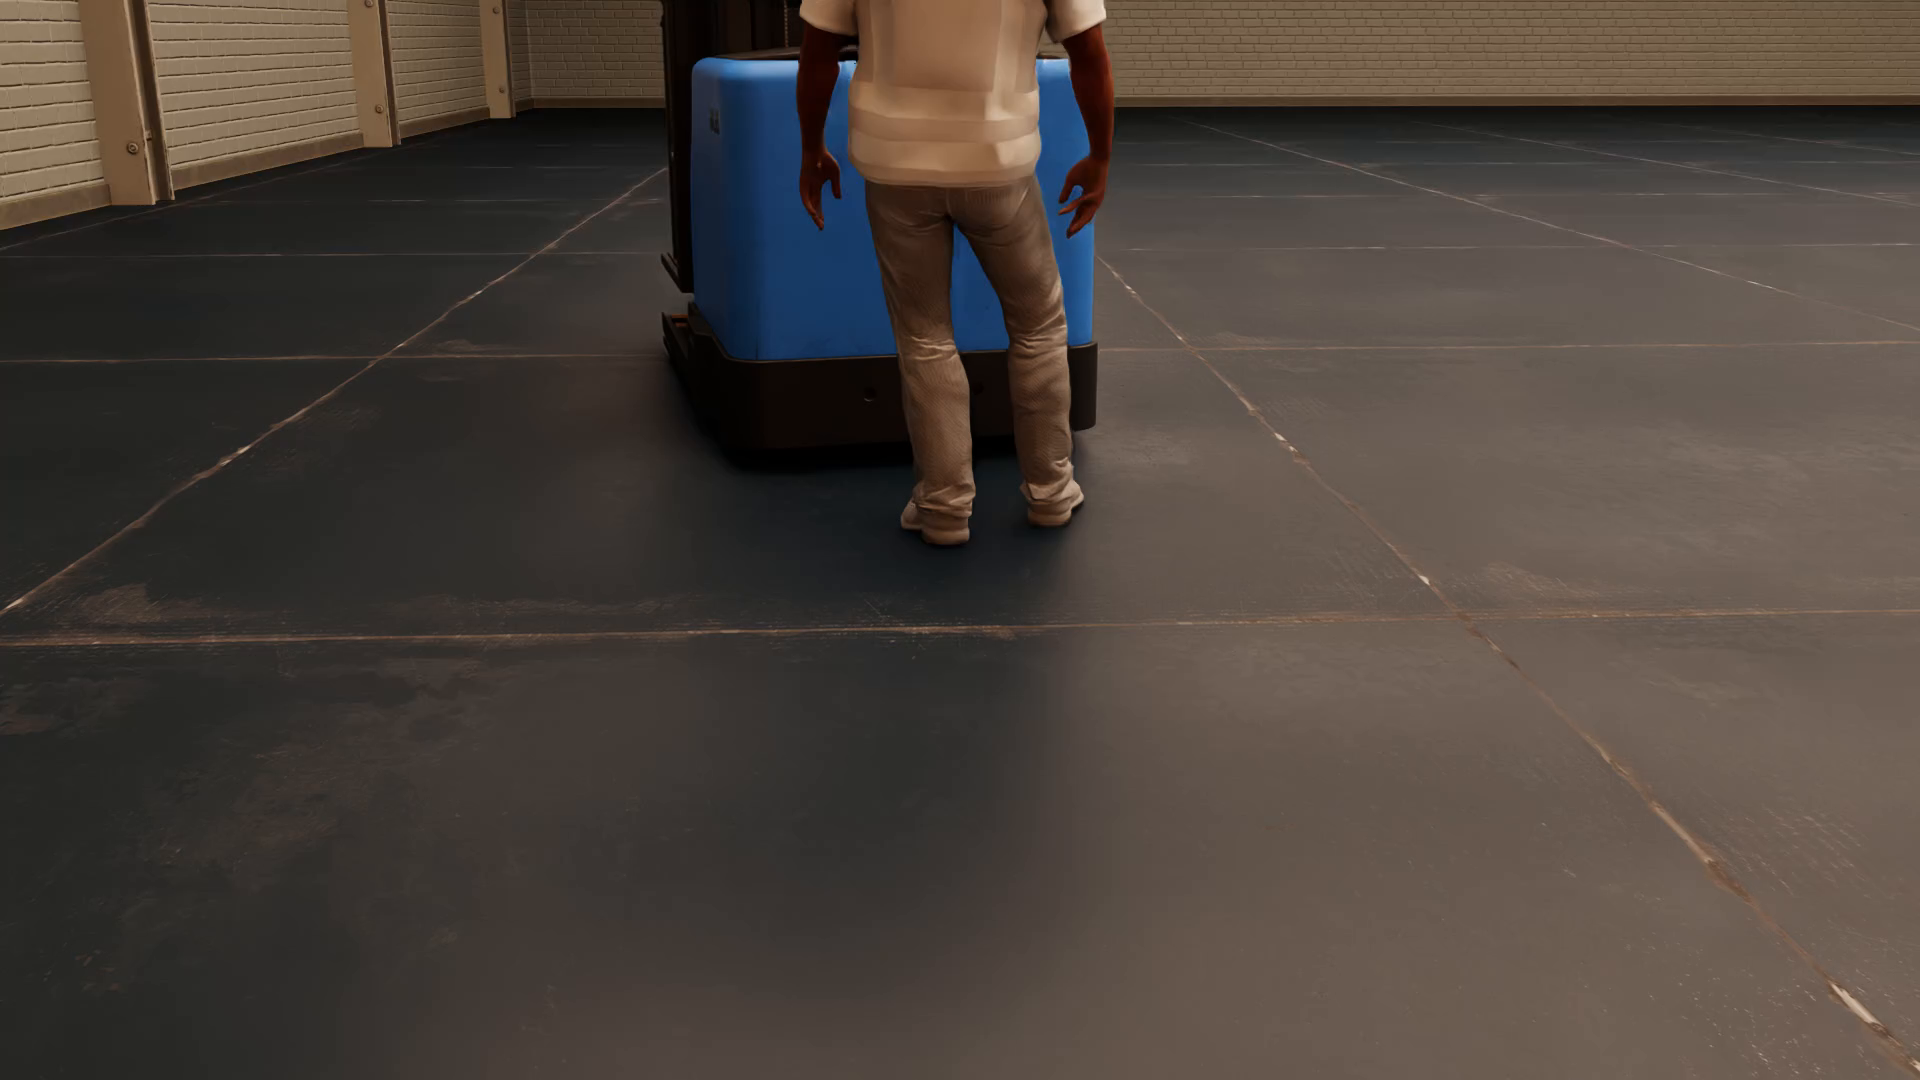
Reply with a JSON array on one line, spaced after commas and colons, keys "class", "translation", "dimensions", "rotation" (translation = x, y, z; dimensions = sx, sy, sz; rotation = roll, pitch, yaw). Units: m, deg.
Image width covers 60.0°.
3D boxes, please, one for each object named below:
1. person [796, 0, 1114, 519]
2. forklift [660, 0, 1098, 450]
[{"class": "person", "translation": [-0.013, -0.874, 3.712], "dimensions": [0.708, 1.683, 0.422], "rotation": [0, 17, 1]}, {"class": "forklift", "translation": [-0.471, -2.035, 5.559], "dimensions": [1.130, 2.935, 3.031], "rotation": [-4, 18, -14]}]
